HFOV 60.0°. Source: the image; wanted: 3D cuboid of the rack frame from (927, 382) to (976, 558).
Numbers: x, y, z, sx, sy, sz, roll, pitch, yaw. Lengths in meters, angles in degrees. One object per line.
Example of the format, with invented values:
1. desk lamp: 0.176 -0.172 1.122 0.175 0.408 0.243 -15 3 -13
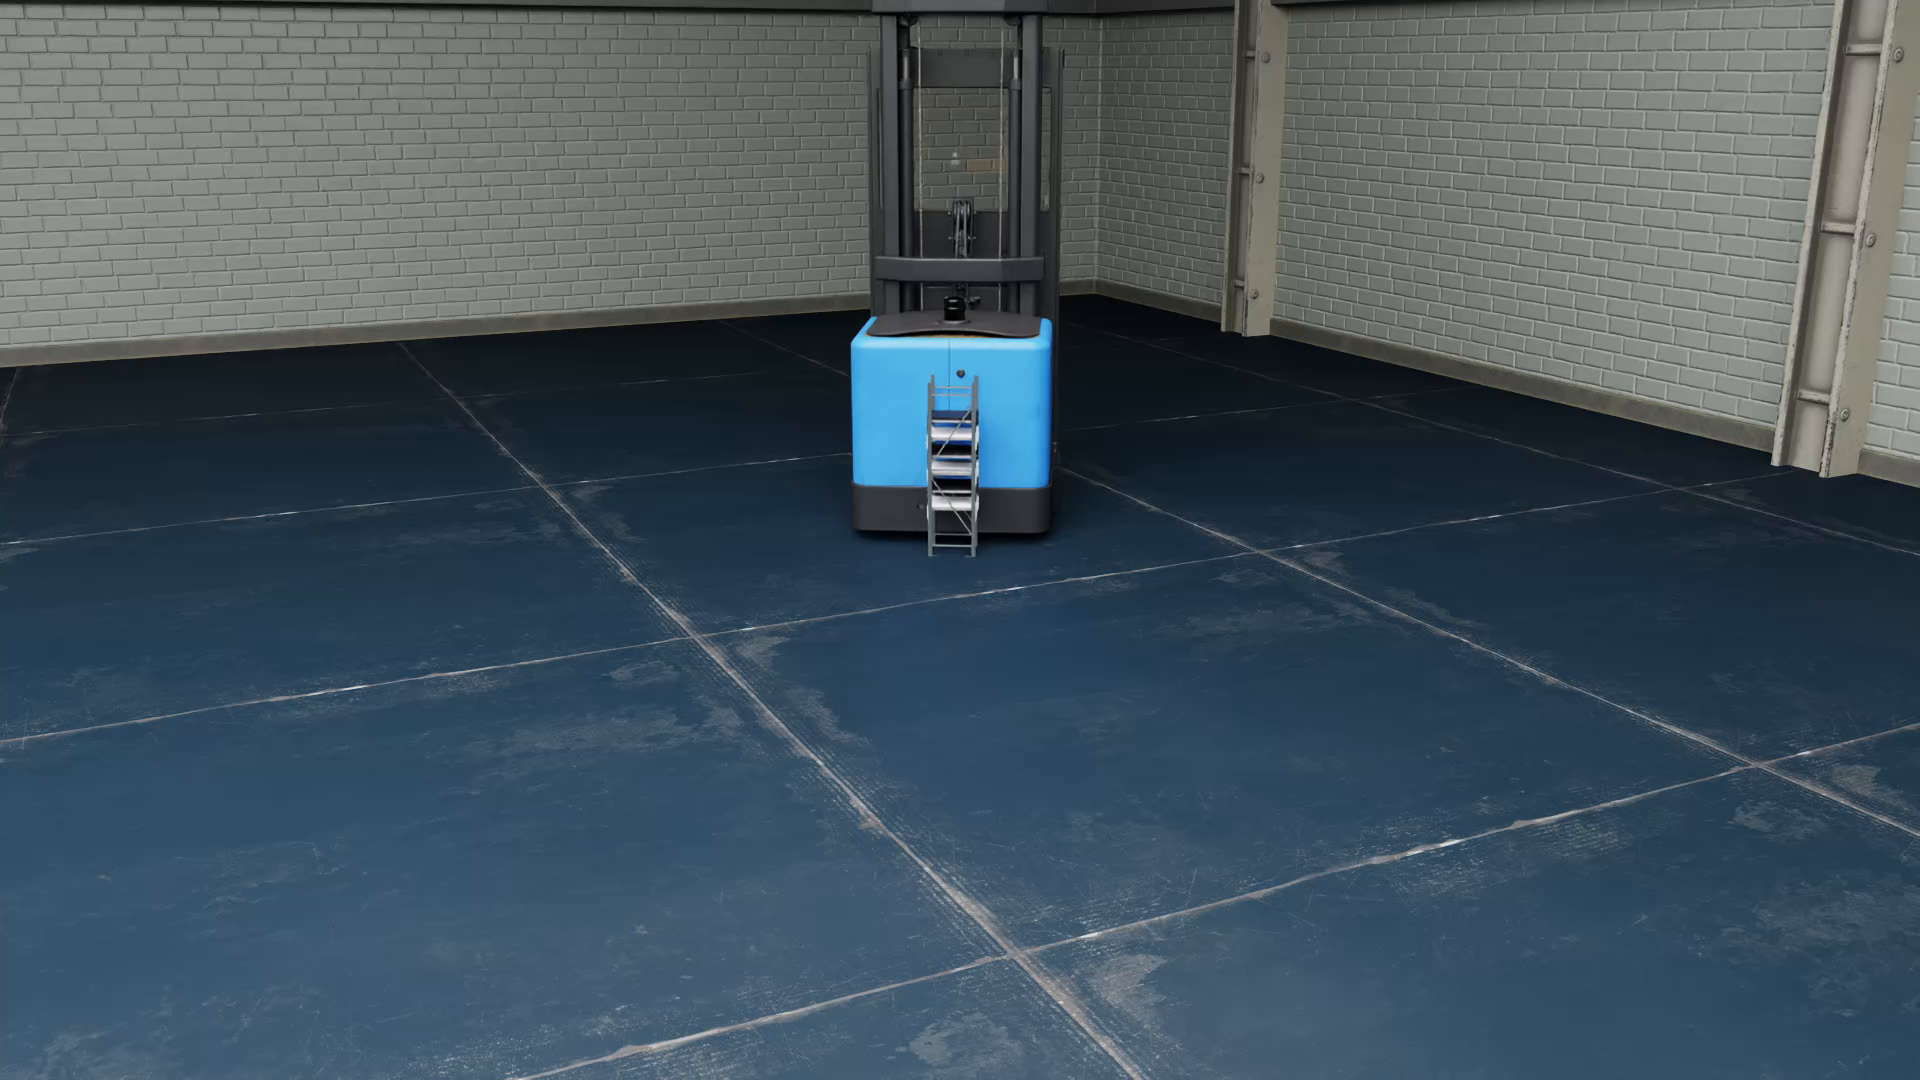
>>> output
1. rack frame: -0.042 -0.345 8.321 0.240 0.900 0.006 1 16 4

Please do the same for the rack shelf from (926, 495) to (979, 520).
1. rack shelf: -0.036 -0.168 8.478 0.258 0.077 0.200 1 16 4

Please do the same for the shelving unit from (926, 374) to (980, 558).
1. shelving unit: -0.036 -0.373 8.419 0.258 0.900 0.210 1 16 4

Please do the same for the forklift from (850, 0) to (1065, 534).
1. forklift: 0.044 -1.796 9.697 1.130 2.935 3.031 1 16 4

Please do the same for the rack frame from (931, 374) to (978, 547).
1. rack frame: -0.029 -0.401 8.516 0.240 0.900 0.006 1 16 4

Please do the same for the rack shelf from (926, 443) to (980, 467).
1. rack shelf: -0.036 -0.427 8.403 0.258 0.077 0.200 1 16 4

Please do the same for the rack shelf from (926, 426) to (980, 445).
1. rack shelf: -0.036 -0.514 8.378 0.258 0.077 0.200 1 16 4

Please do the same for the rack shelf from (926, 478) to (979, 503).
1. rack shelf: -0.036 -0.254 8.453 0.258 0.077 0.200 1 16 4

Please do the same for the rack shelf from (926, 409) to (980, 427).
1. rack shelf: -0.036 -0.600 8.353 0.258 0.077 0.200 1 16 4

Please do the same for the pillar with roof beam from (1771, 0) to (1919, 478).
1. pillar with roof beam: 1.423 -4.249 7.243 9.100 9.000 0.400 -8 18 -25

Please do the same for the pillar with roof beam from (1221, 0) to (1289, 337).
1. pillar with roof beam: -1.205 -5.737 12.427 9.100 9.000 0.400 -8 18 -25

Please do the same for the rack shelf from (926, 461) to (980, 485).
1. rack shelf: -0.036 -0.341 8.428 0.258 0.077 0.200 1 16 4
